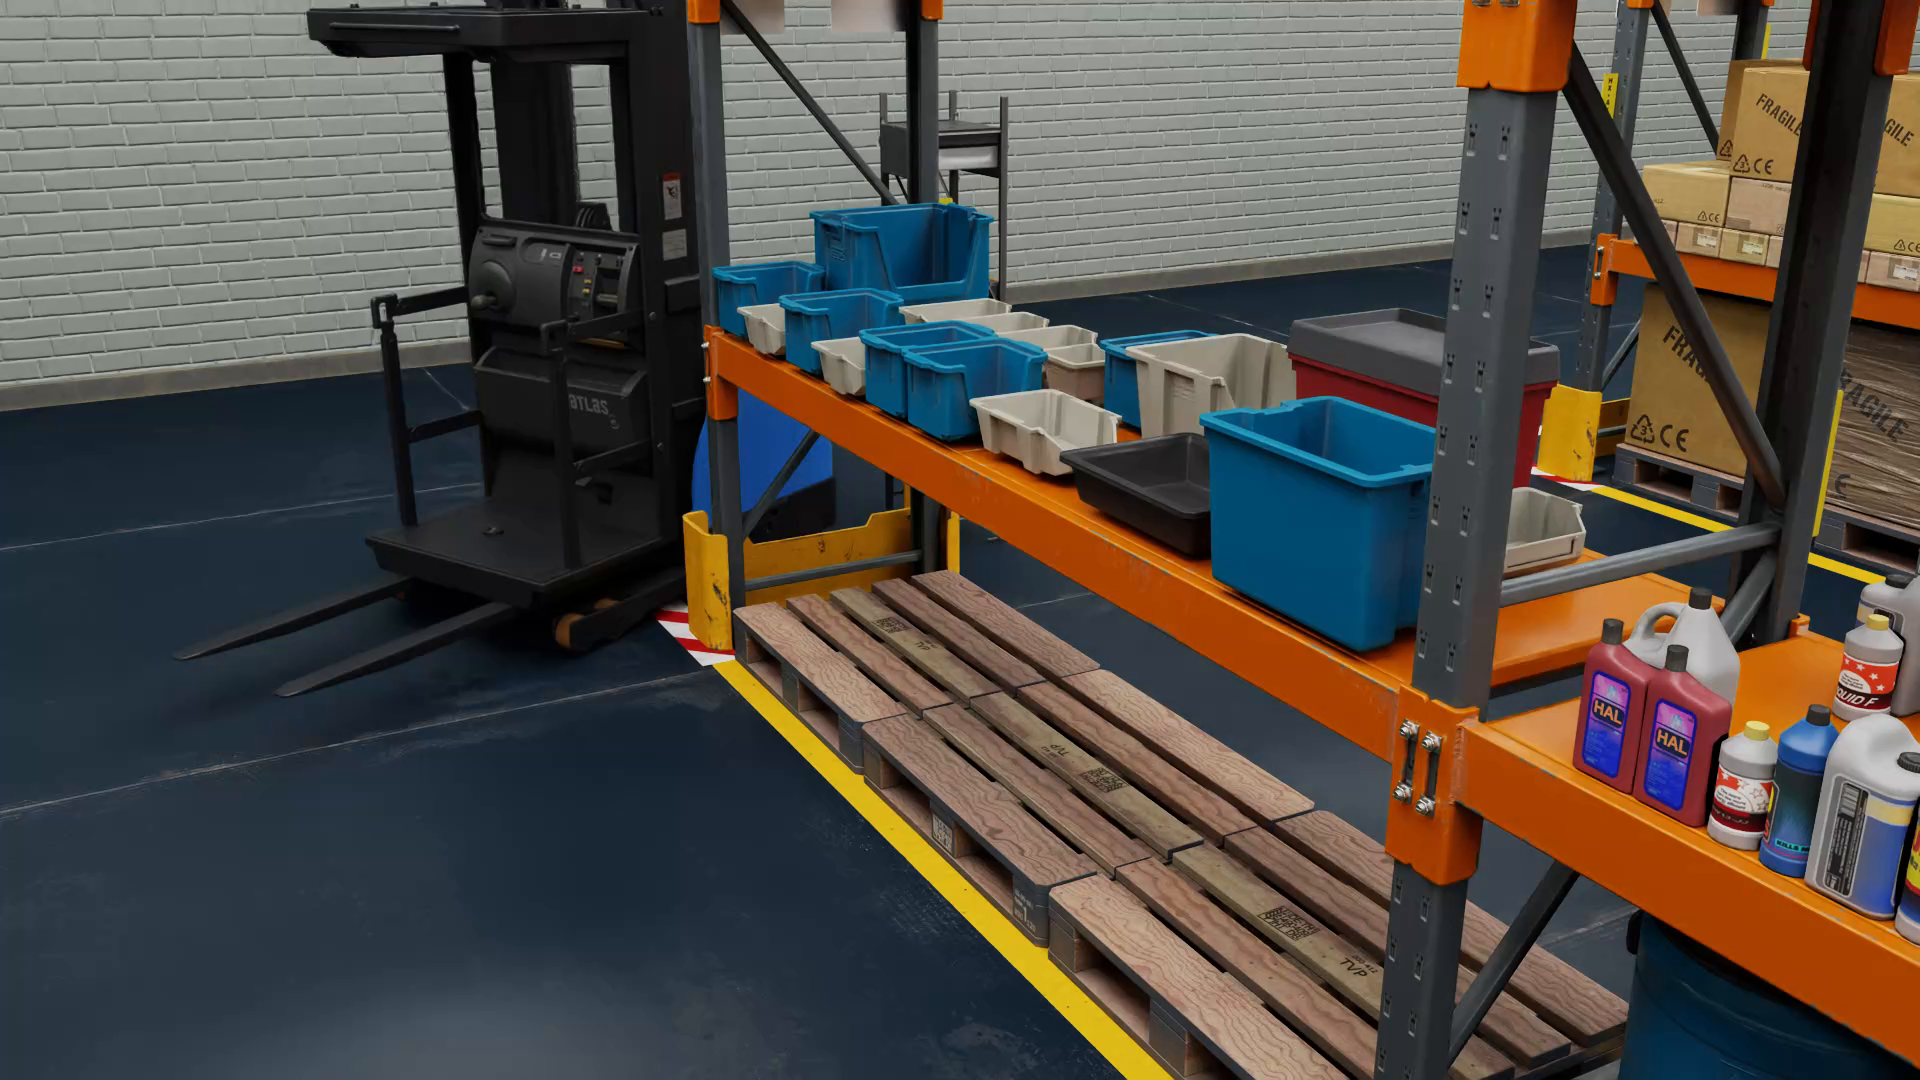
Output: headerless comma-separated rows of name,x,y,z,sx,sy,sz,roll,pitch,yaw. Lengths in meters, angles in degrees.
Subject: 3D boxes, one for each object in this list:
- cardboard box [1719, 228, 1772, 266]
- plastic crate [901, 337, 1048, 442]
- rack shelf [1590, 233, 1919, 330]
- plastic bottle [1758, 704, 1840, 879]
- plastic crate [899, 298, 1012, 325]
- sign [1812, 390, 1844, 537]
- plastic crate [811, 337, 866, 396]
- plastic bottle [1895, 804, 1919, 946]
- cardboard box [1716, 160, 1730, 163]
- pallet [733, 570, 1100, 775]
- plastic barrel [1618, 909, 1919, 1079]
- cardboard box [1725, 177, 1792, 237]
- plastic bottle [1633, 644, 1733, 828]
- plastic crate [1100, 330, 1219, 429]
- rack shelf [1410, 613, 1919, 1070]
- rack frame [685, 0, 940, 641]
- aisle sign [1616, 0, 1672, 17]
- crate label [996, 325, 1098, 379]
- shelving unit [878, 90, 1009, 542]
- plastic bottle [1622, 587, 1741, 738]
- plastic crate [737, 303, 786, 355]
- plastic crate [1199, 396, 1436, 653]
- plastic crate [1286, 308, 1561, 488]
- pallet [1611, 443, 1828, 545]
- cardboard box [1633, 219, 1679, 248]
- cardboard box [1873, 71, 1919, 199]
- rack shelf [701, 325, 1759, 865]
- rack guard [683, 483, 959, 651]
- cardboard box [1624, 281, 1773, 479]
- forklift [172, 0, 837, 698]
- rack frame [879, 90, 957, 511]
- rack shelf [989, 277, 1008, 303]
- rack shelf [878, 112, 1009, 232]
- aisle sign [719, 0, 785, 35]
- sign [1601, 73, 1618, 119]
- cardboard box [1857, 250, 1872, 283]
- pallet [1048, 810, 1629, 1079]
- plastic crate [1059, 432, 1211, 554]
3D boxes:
cardboard box,3.929,-1.438,8.086,0.380,0.149,0.250,-11,22,-28
plastic crate,0.042,-0.453,5.010,0.416,0.233,0.300,-10,21,-27
rack shelf,4.756,-0.943,7.367,1.077,0.370,4.000,-10,21,-27
plastic bottle,1.326,0.387,2.607,0.097,0.271,0.097,0,19,0
plastic crate,-0.006,-0.787,6.126,0.396,0.136,0.243,-10,21,-27
sign,1.832,-0.157,3.563,0.100,0.325,0.005,-10,21,-27
plastic crate,-0.324,-0.572,5.502,0.250,0.136,0.298,-10,21,-27
plastic bottle,1.436,0.454,2.414,0.097,0.271,0.097,0,19,0
cardboard box,4.270,-1.828,8.606,0.500,0.250,0.500,-10,22,-28
pallet,-0.195,0.471,6.442,1.003,0.211,1.213,-10,21,-27
plastic barrel,1.590,1.011,3.176,0.600,0.901,0.708,-10,21,-27
cardboard box,4.049,-1.599,7.940,0.500,0.250,0.500,-10,22,-27
plastic bottle,1.209,0.324,2.774,0.061,0.283,0.133,-10,21,-27
plastic crate,0.648,-0.489,5.114,0.416,0.233,0.300,-10,21,-27
rack shelf,2.296,0.973,1.816,1.077,0.370,4.000,-10,21,-27
rack frame,-0.553,-1.090,6.690,1.000,3.000,0.127,-10,21,-27
aisle sign,3.508,-3.060,8.415,0.394,0.787,0.004,-10,21,-27
crate label,0.272,-0.626,5.658,0.396,0.136,0.243,-10,21,-27
shelving unit,-0.079,-1.040,7.927,0.431,2.100,0.503,-10,21,-27
plastic bottle,1.248,0.245,2.899,0.144,0.351,0.185,-10,21,-27
plastic crate,-0.646,-0.766,6.066,0.250,0.136,0.298,-10,21,-27
plastic crate,0.825,-0.043,3.591,0.392,0.384,0.575,-10,21,-27
plastic crate,1.143,-0.295,4.198,0.402,0.464,0.583,-10,21,-27
pallet,4.255,-0.321,8.738,1.003,0.211,1.213,-10,21,-27
cardboard box,3.684,-1.585,8.511,0.380,0.149,0.250,-10,21,-26
cardboard box,4.285,-1.810,7.402,0.500,0.500,0.500,-11,22,-28
rack shelf,0.397,-0.175,5.144,1.077,0.370,4.000,-10,21,-27
rack guard,-0.576,0.087,7.112,1.175,0.500,0.348,-10,21,-27
cardboard box,4.180,-0.880,8.695,0.875,0.875,0.875,-10,21,-27
forklift,-1.830,-1.095,6.811,1.130,2.935,3.031,12,22,31
rack frame,-0.194,-1.110,8.130,0.400,2.100,0.015,-10,21,-27
rack shelf,-0.079,-1.027,7.931,0.431,0.518,0.480,-10,21,-27
rack shelf,-0.079,-1.689,7.703,0.431,0.518,0.480,-10,21,-27
aisle sign,-0.848,-2.293,6.193,0.394,0.787,0.004,-10,21,-27
sign,3.315,-2.219,8.515,0.100,0.325,0.005,-10,21,-27
cardboard box,4.174,-1.290,7.657,0.380,0.149,0.250,-10,22,-28
pallet,0.963,1.172,4.412,1.003,0.211,1.213,-10,21,-27
plastic crate,0.579,-0.119,4.208,0.437,0.125,0.590,-10,21,-27
